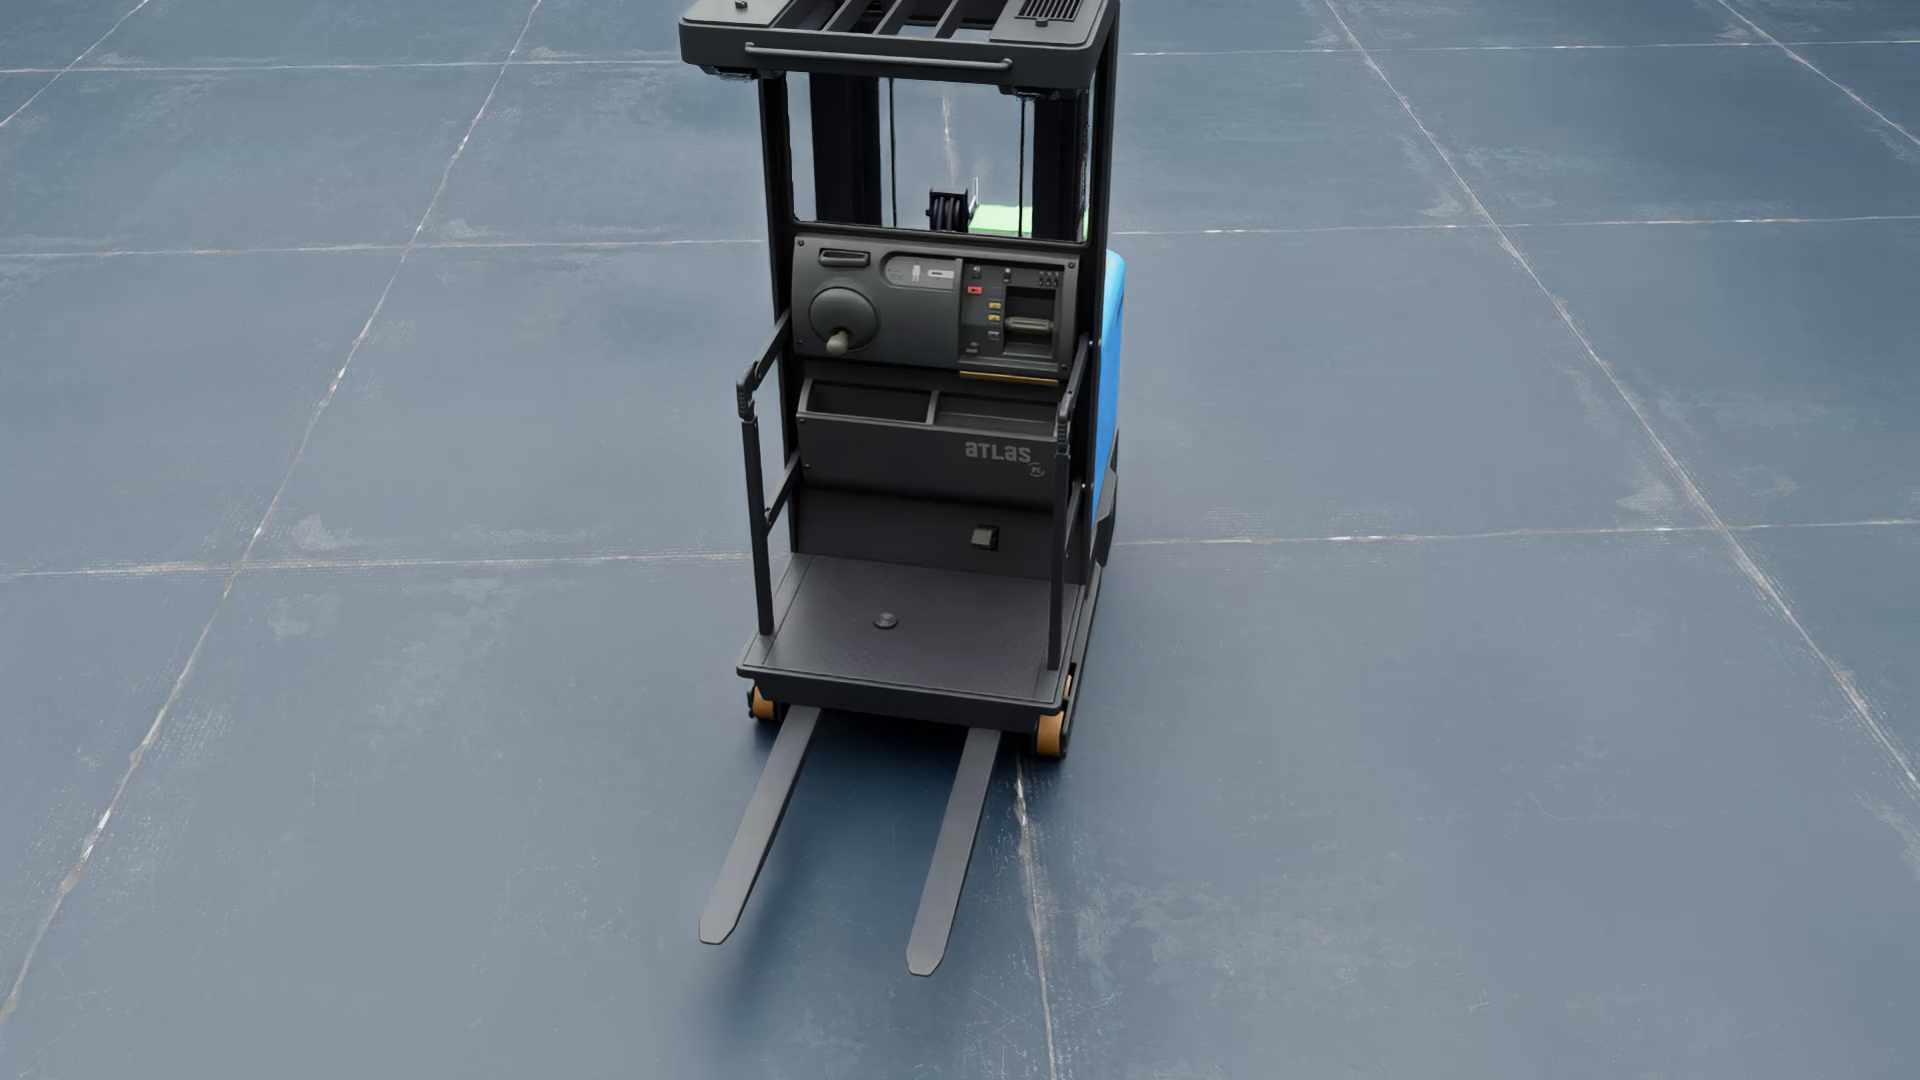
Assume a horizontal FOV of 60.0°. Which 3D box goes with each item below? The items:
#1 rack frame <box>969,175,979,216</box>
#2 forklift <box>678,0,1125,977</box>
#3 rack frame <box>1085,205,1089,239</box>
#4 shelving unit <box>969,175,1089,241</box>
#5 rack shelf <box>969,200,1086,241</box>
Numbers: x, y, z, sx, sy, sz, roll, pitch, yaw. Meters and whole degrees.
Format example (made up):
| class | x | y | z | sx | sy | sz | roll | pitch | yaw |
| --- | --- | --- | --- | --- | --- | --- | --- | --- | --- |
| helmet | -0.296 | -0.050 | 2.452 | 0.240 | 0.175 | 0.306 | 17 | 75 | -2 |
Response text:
| class | x | y | z | sx | sy | sz | roll | pitch | yaw |
| --- | --- | --- | --- | --- | --- | --- | --- | --- | --- |
| rack frame | 0.046 | -0.929 | 7.037 | 0.015 | 1.200 | 0.240 | 6 | 35 | 9 |
| forklift | -0.124 | -0.694 | 5.178 | 1.130 | 2.935 | 3.031 | 6 | 35 | 9 |
| rack frame | 0.526 | -0.876 | 6.961 | 0.015 | 1.200 | 0.240 | 6 | 35 | 9 |
| shelving unit | 0.286 | -0.902 | 6.999 | 0.503 | 1.200 | 0.258 | 6 | 35 | 9 |
| rack shelf | 0.286 | -1.246 | 6.763 | 0.480 | 0.148 | 0.258 | 6 | 35 | 9 |
